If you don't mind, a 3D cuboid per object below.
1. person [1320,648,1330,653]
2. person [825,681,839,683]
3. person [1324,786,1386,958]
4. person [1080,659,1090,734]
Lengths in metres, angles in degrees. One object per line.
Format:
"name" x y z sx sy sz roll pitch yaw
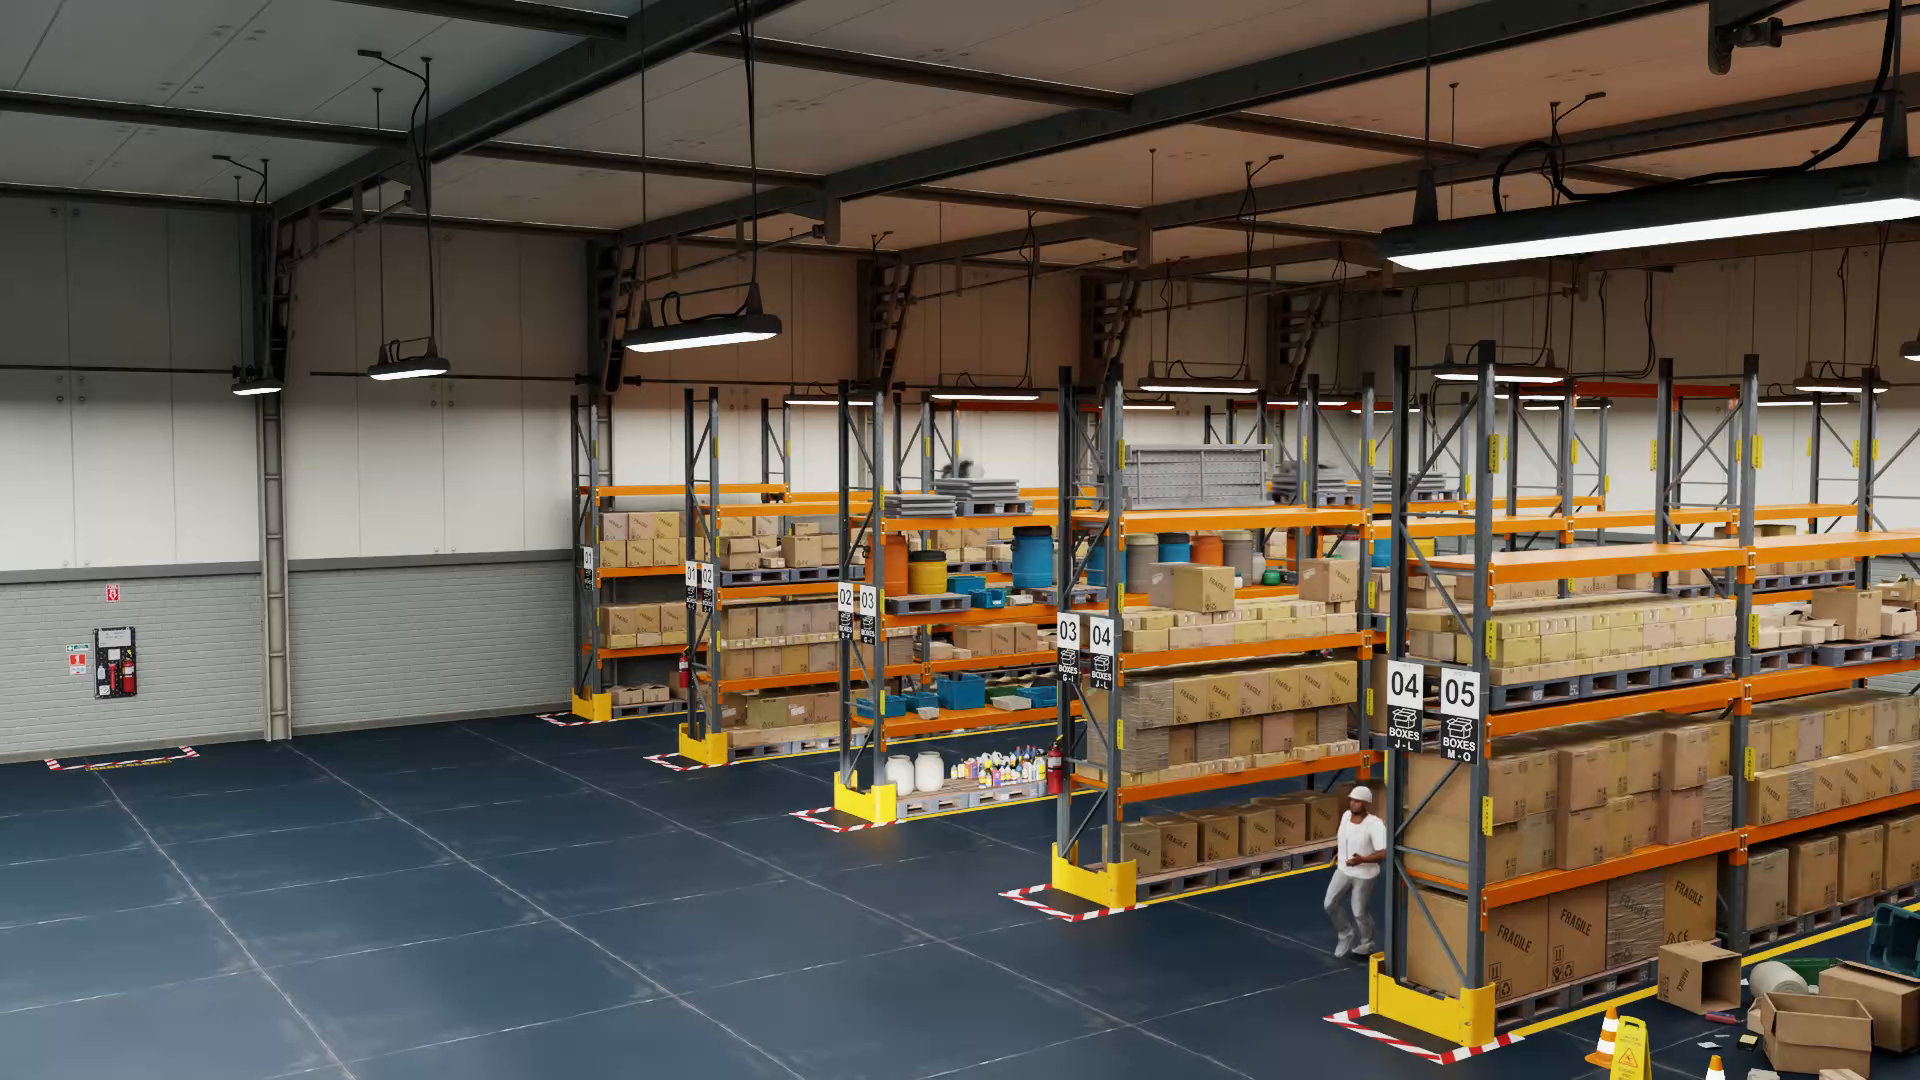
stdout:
"person" 7.127 2.356 32.118 0.532 1.736 0.656 -3 5 -44
"person" -2.358 2.420 30.773 0.828 1.716 0.628 -3 5 -42
"person" 3.916 3.308 16.477 0.686 1.766 0.682 -3 4 -39
"person" 2.164 2.701 27.134 0.703 1.729 0.599 -2 4 -34
